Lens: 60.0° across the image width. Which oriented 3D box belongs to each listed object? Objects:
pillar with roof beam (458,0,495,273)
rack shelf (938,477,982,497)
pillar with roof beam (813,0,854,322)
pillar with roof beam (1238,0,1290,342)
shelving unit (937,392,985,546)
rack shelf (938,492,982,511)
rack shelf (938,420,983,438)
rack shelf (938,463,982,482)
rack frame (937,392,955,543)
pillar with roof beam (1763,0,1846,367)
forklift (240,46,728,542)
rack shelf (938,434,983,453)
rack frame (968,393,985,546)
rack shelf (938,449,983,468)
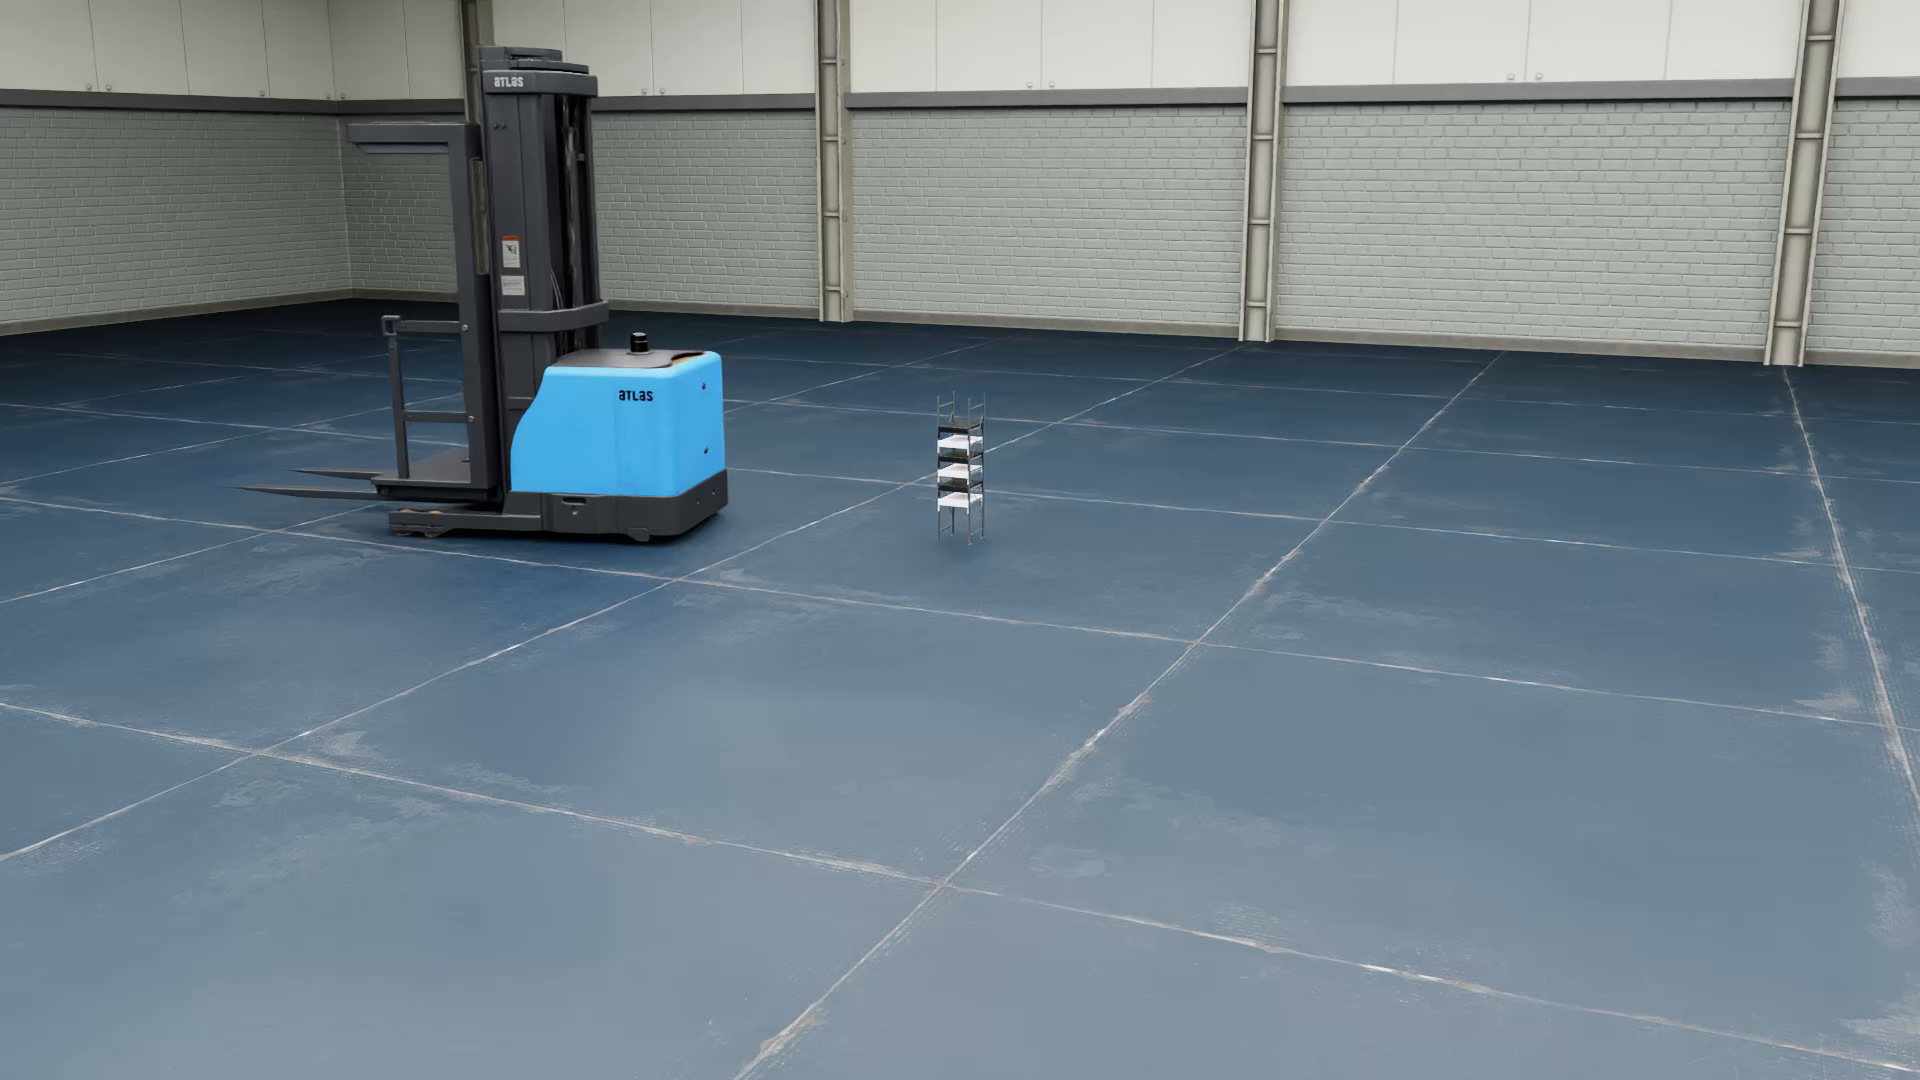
[{"bbox_3d":[-8.962,-7.122,20.908,0.400,9.000,9.100,6,14,23],"label":"pillar with roof beam"},{"bbox_3d":[0.007,-0.317,10.177,0.200,0.077,0.258,6,14,23],"label":"rack shelf"},{"bbox_3d":[-3.476,-6.567,18.542,0.400,9.000,9.100,6,14,23],"label":"pillar with roof beam"},{"bbox_3d":[2.010,-6.012,16.177,0.400,9.000,9.100,6,14,23],"label":"pillar with roof beam"},{"bbox_3d":[0.007,-0.437,10.149,0.210,0.900,0.258,6,14,23],"label":"shelving unit"},{"bbox_3d":[0.007,-0.230,10.198,0.200,0.077,0.258,6,14,23],"label":"rack shelf"},{"bbox_3d":[0.007,-0.668,10.095,0.200,0.077,0.258,6,14,23],"label":"rack shelf"},{"bbox_3d":[0.007,-0.405,10.156,0.200,0.077,0.258,6,14,23],"label":"rack shelf"},{"bbox_3d":[-0.086,-0.447,10.189,0.006,0.900,0.240,6,14,23],"label":"rack frame"},{"bbox_3d":[7.496,-5.457,13.811,0.400,9.000,9.100,6,14,23],"label":"pillar with roof beam"},{"bbox_3d":[-3.094,-1.559,10.481,3.031,2.935,1.130,2,13,10],"label":"forklift"},{"bbox_3d":[0.007,-0.580,10.115,0.200,0.077,0.258,6,14,23],"label":"rack shelf"},{"bbox_3d":[0.100,-0.428,10.109,0.006,0.900,0.240,6,14,23],"label":"rack frame"},{"bbox_3d":[0.007,-0.493,10.136,0.200,0.077,0.258,6,14,23],"label":"rack shelf"}]
